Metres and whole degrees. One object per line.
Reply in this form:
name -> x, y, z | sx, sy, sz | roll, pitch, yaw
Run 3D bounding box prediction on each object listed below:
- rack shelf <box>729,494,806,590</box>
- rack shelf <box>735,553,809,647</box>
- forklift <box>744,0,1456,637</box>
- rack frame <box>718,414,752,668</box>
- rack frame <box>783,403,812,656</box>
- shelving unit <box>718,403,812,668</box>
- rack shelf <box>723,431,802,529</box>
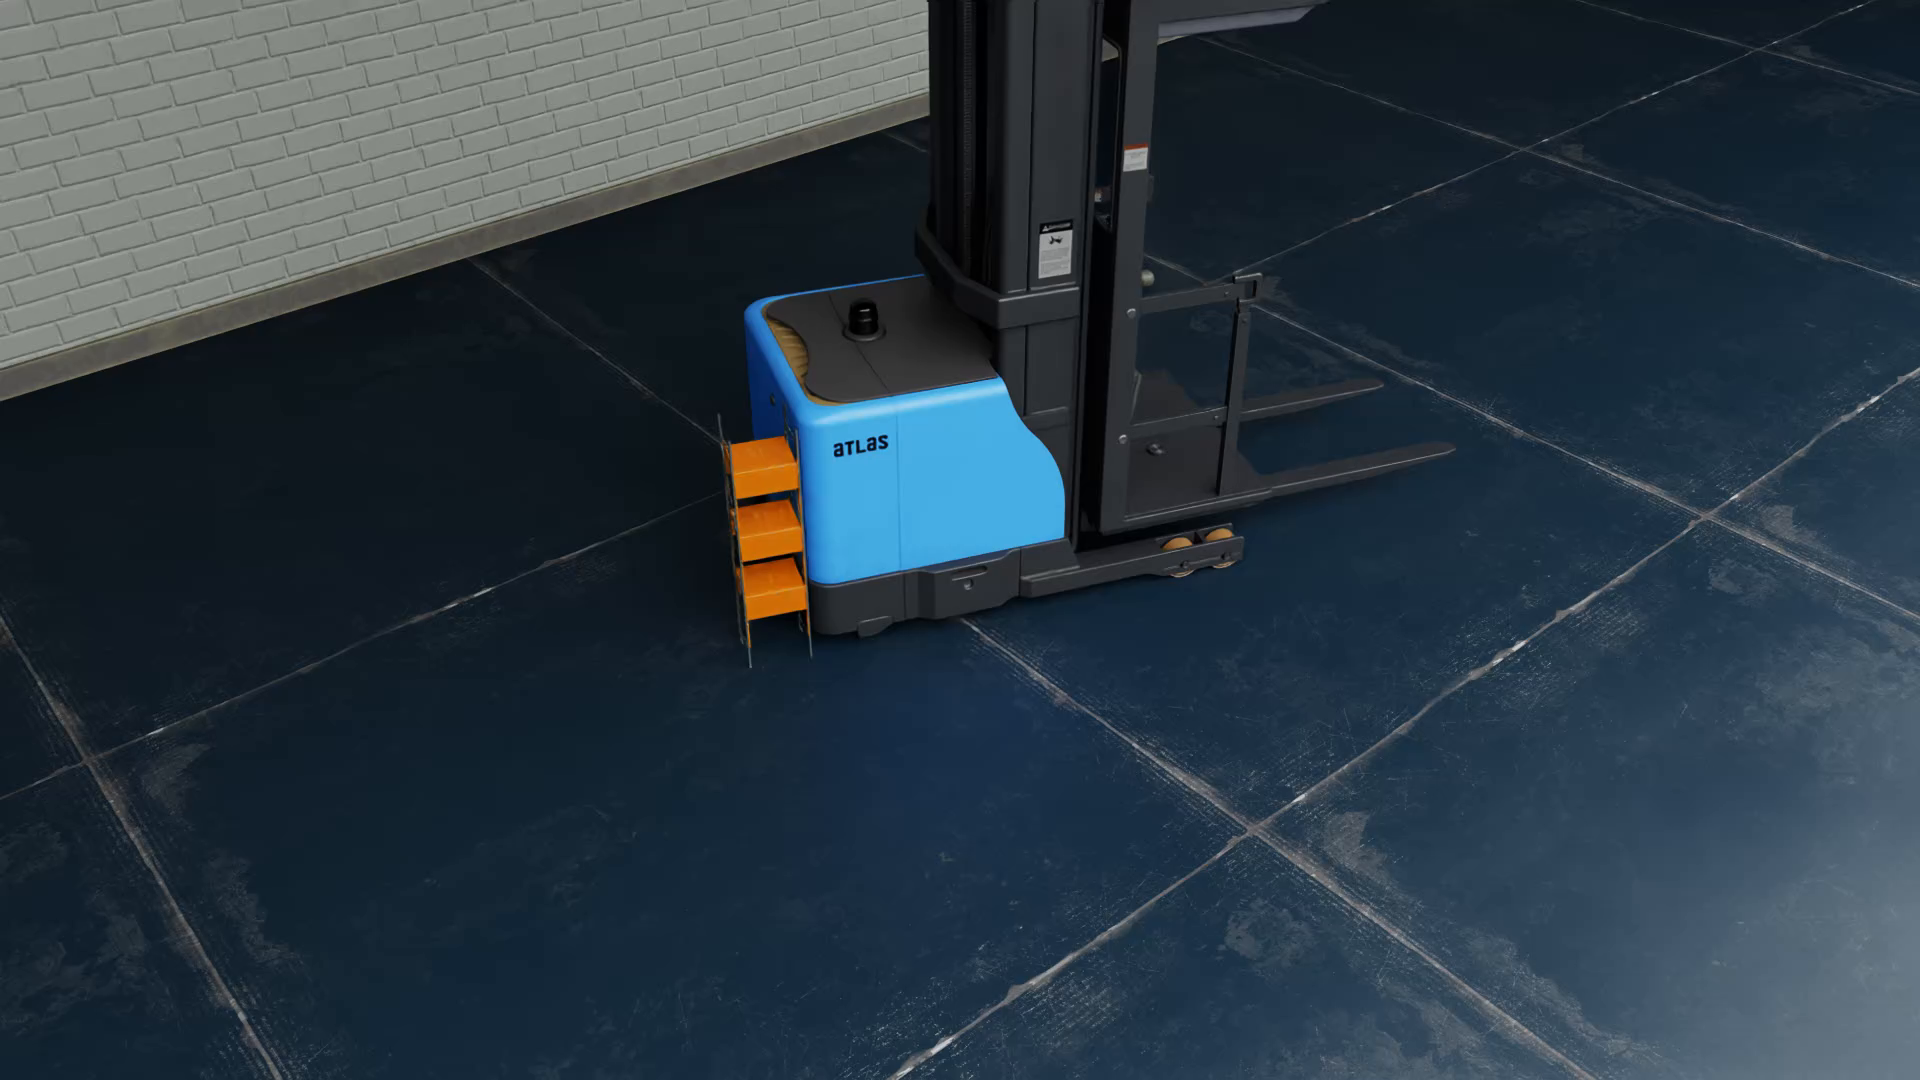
rack shelf -> -0.737, 0.007, 6.350 | 0.240, 0.259, 0.215 | -11, 37, -15
rack shelf -> -0.737, 0.234, 6.510 | 0.240, 0.259, 0.215 | -11, 37, -15
forklift -> 0.681, -1.316, 6.572 | 3.031, 2.935, 1.130 | -11, 37, -16
rack frame -> -0.853, 0.021, 6.312 | 0.008, 1.050, 0.200 | -11, 37, -15
rack frame -> -0.621, -0.023, 6.374 | 0.008, 1.050, 0.200 | -11, 37, -15
shelving unit -> -0.737, -0.001, 6.343 | 0.252, 1.050, 0.215 | -11, 37, -15
rack shelf -> -0.737, -0.224, 6.186 | 0.240, 0.259, 0.215 | -11, 37, -15
